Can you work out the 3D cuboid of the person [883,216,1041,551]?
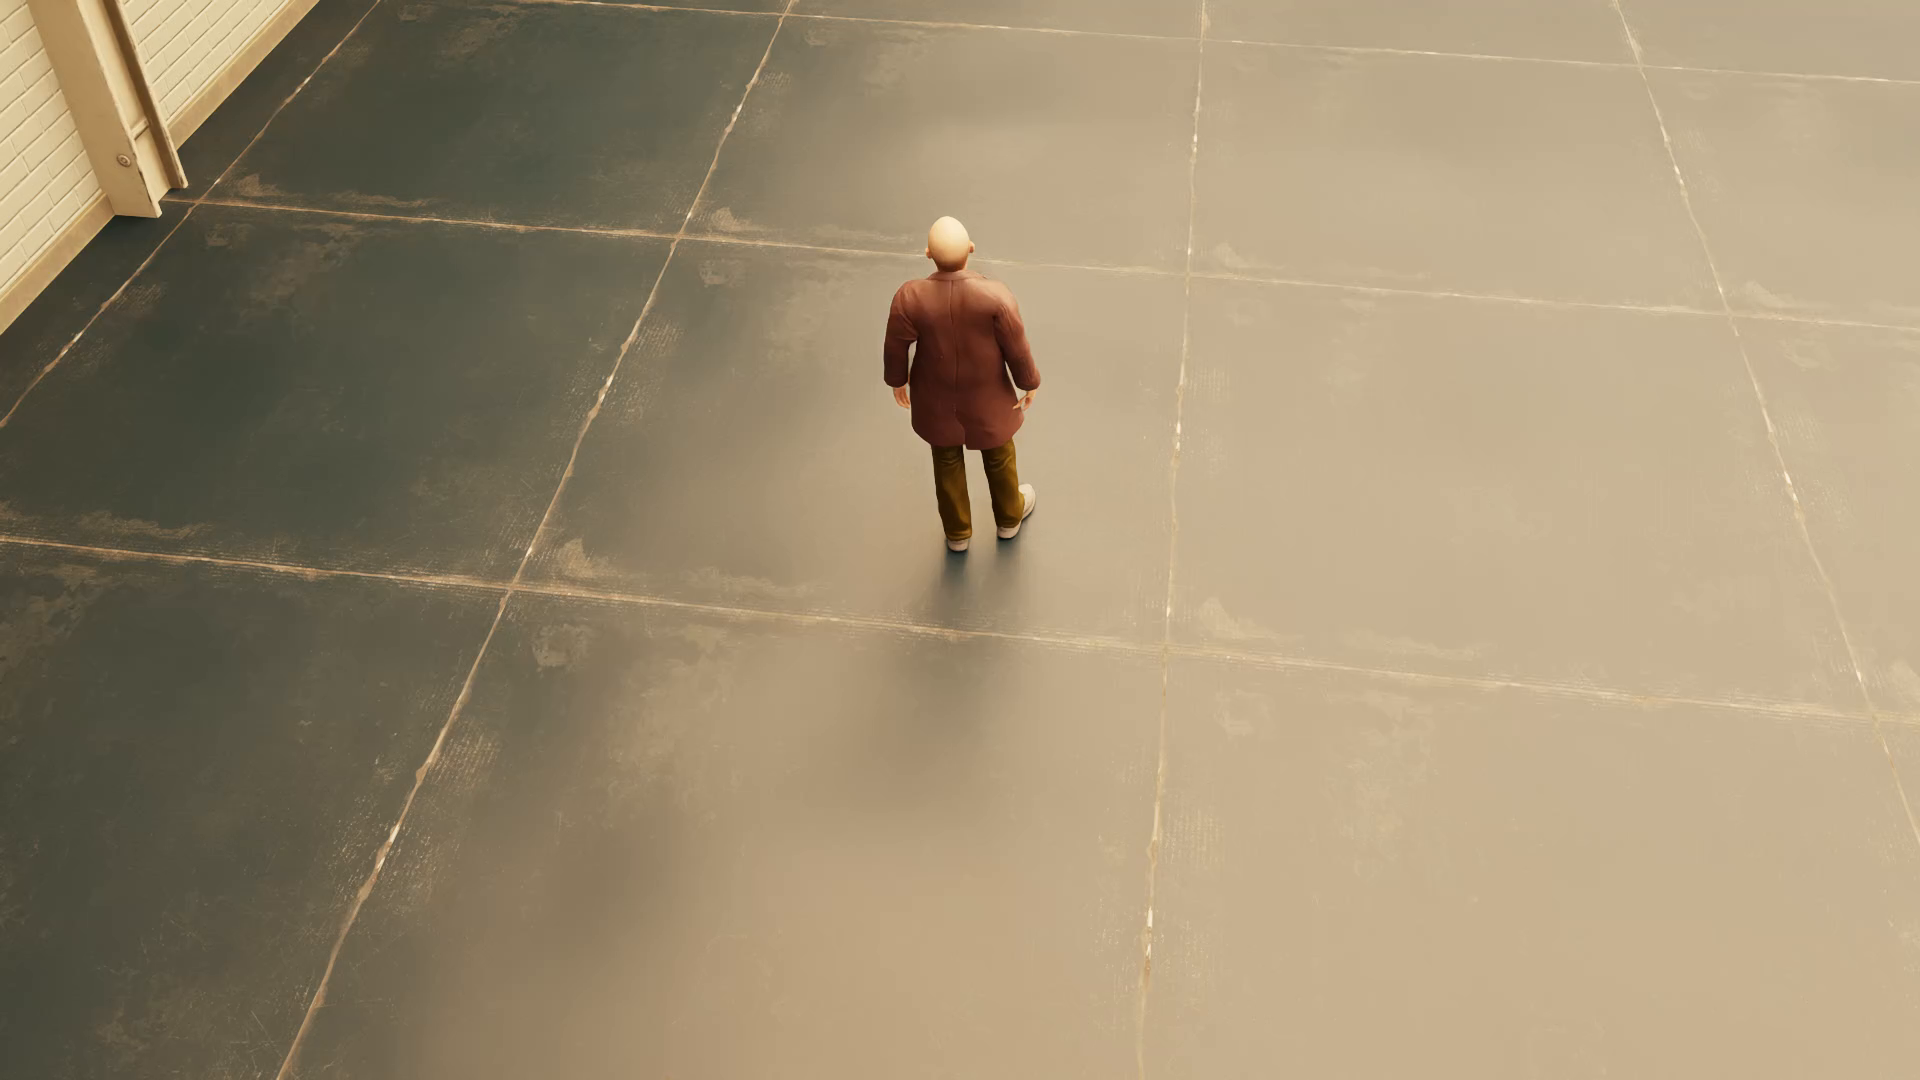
[{"bbox_3d":[0.017,-0.720,7.350,0.696,1.776,0.582,5,43,6],"label":"person"}]
